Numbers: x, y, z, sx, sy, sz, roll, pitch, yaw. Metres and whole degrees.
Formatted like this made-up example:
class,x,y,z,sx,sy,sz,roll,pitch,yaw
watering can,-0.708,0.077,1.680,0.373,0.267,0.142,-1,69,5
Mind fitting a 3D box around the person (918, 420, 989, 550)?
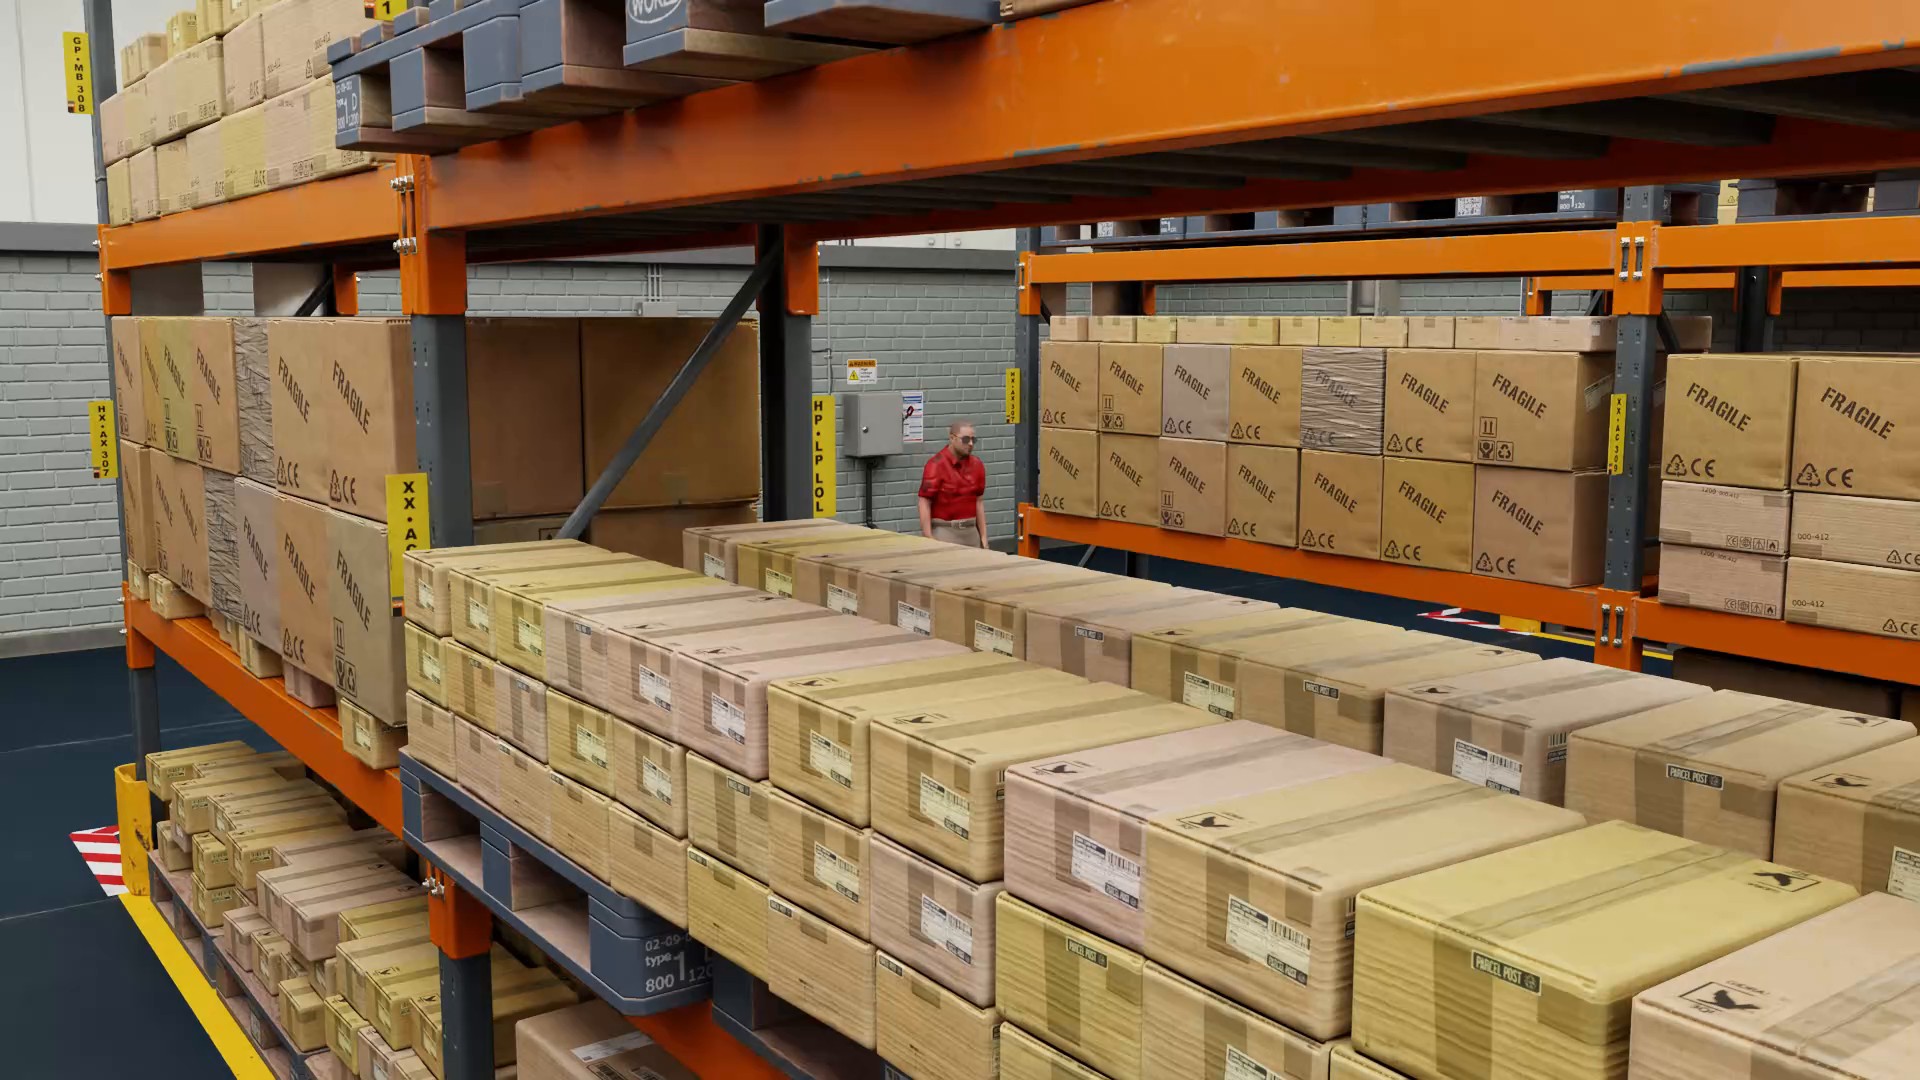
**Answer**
class,x,y,z,sx,sy,sz,roll,pitch,yaw
person,-0.036,0.014,11.748,0.580,1.726,0.390,-6,10,-38
